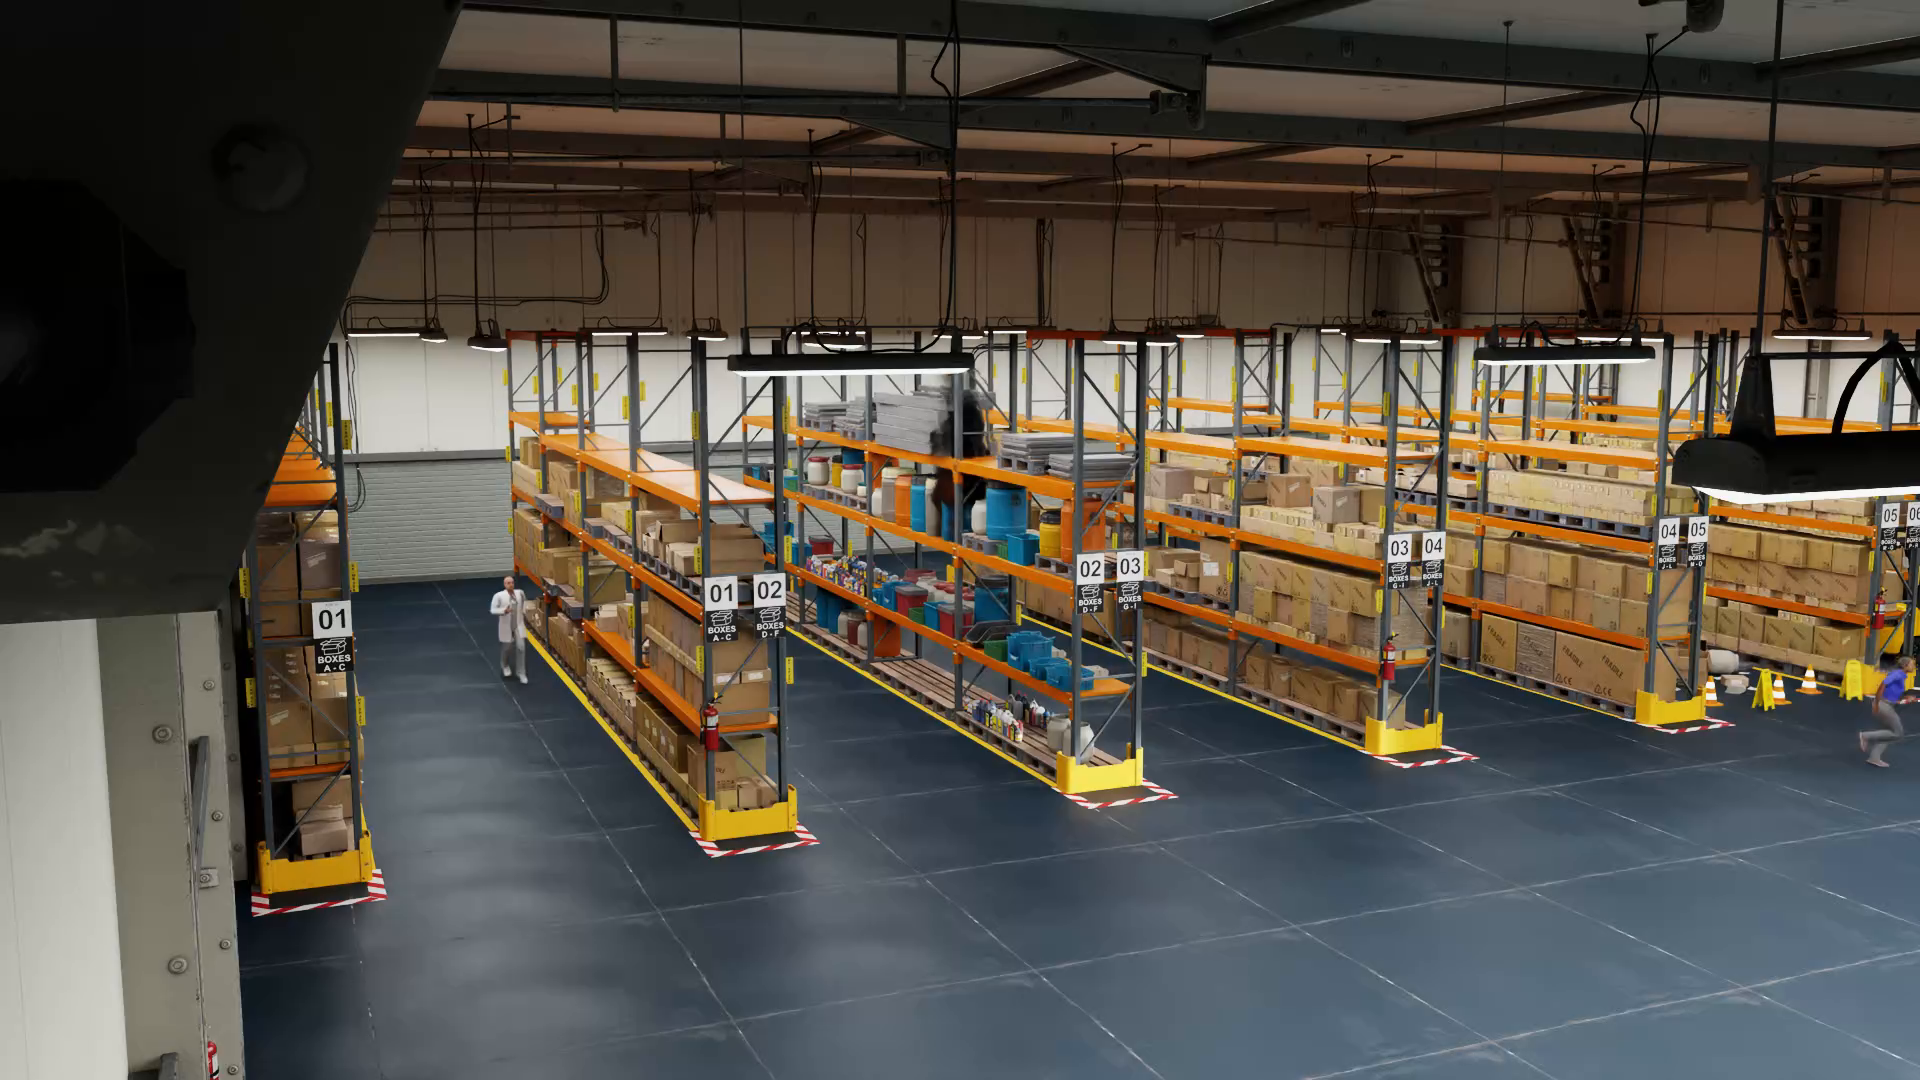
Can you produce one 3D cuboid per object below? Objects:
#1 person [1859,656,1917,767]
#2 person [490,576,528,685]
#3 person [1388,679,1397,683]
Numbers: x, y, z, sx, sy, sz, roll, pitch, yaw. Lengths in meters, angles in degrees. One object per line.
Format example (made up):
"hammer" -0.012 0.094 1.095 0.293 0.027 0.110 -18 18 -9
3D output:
"person" 13.038 2.402 23.353 0.689 1.588 0.562 3 8 21
"person" -7.767 1.538 28.750 0.696 1.816 0.917 -4 9 -30
"person" 7.293 1.555 28.877 0.711 1.765 0.880 -4 9 -27
